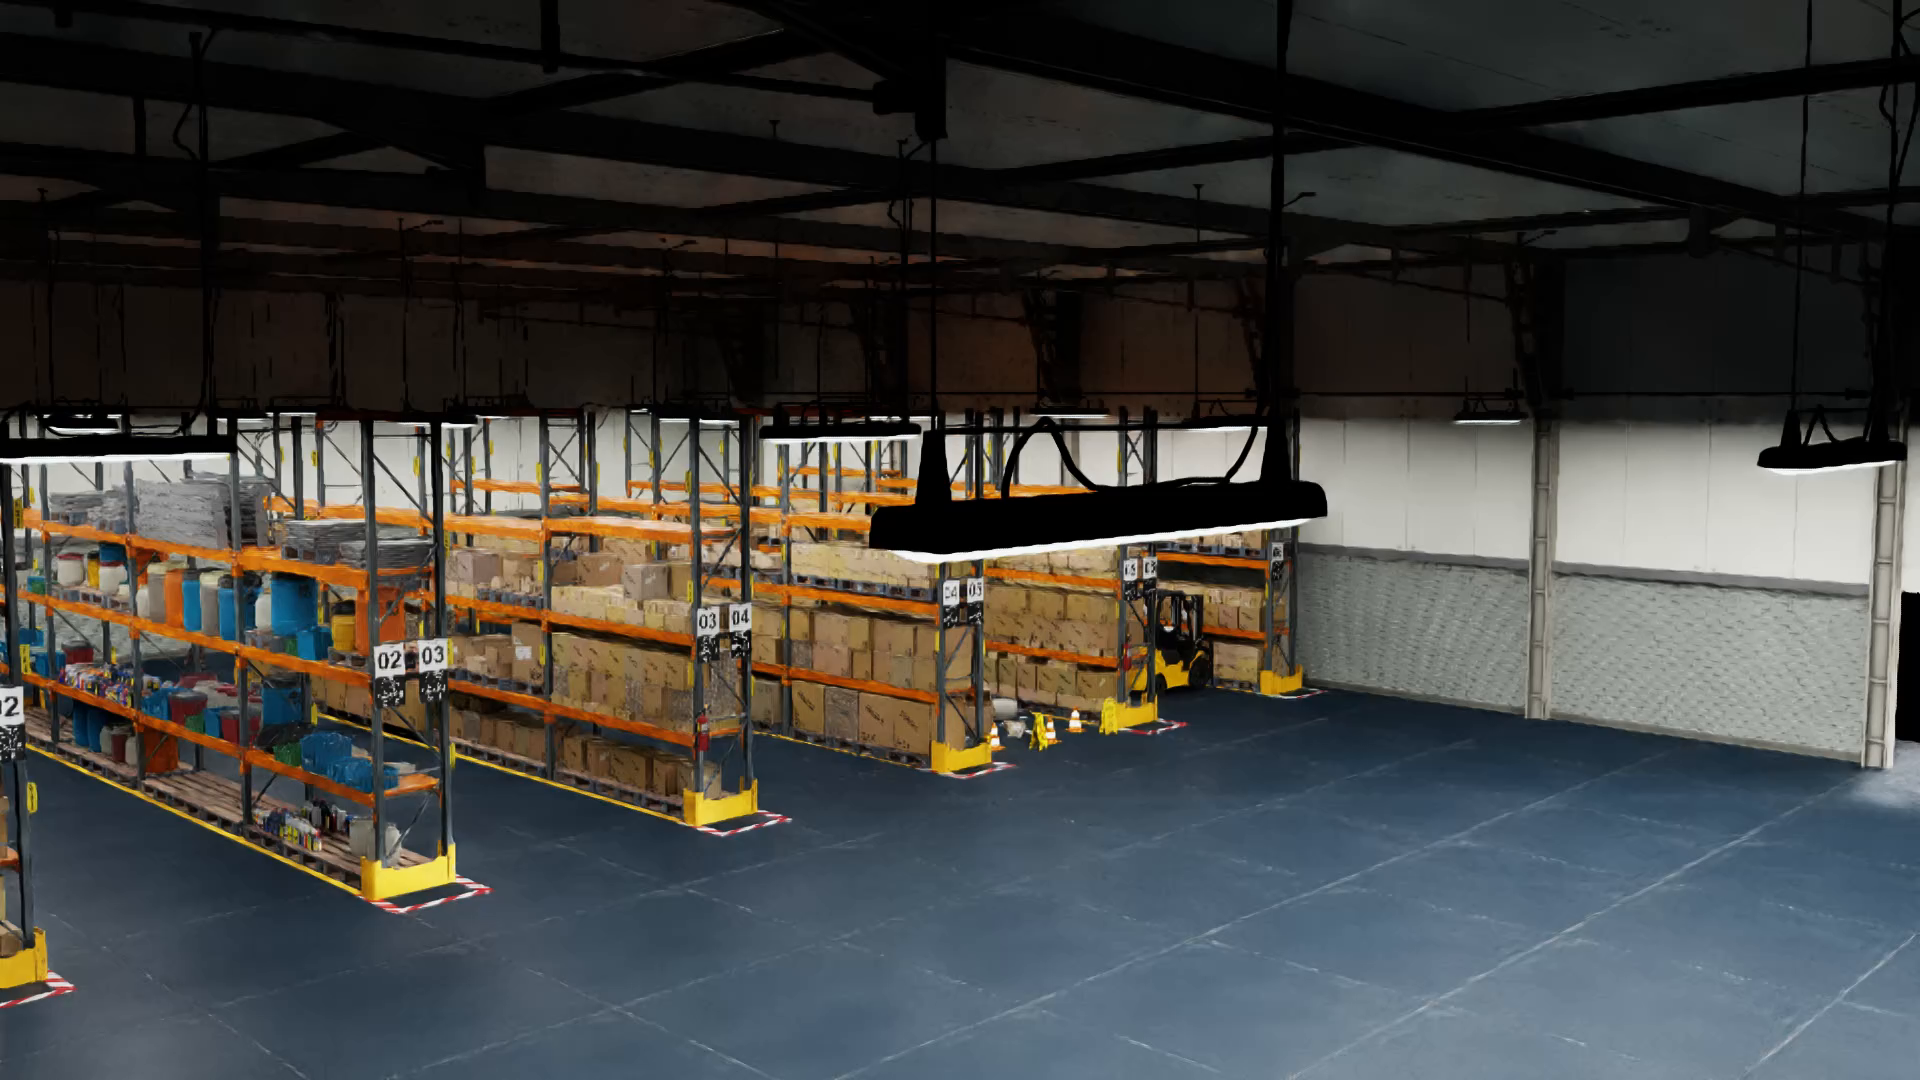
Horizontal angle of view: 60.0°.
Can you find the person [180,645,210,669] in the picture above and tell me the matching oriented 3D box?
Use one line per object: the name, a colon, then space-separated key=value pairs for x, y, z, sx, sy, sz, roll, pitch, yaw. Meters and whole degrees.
person: x=-17.524 y=2.110 z=38.066 sx=0.518 sy=1.713 sz=0.728 roll=0 pitch=5 yaw=2
